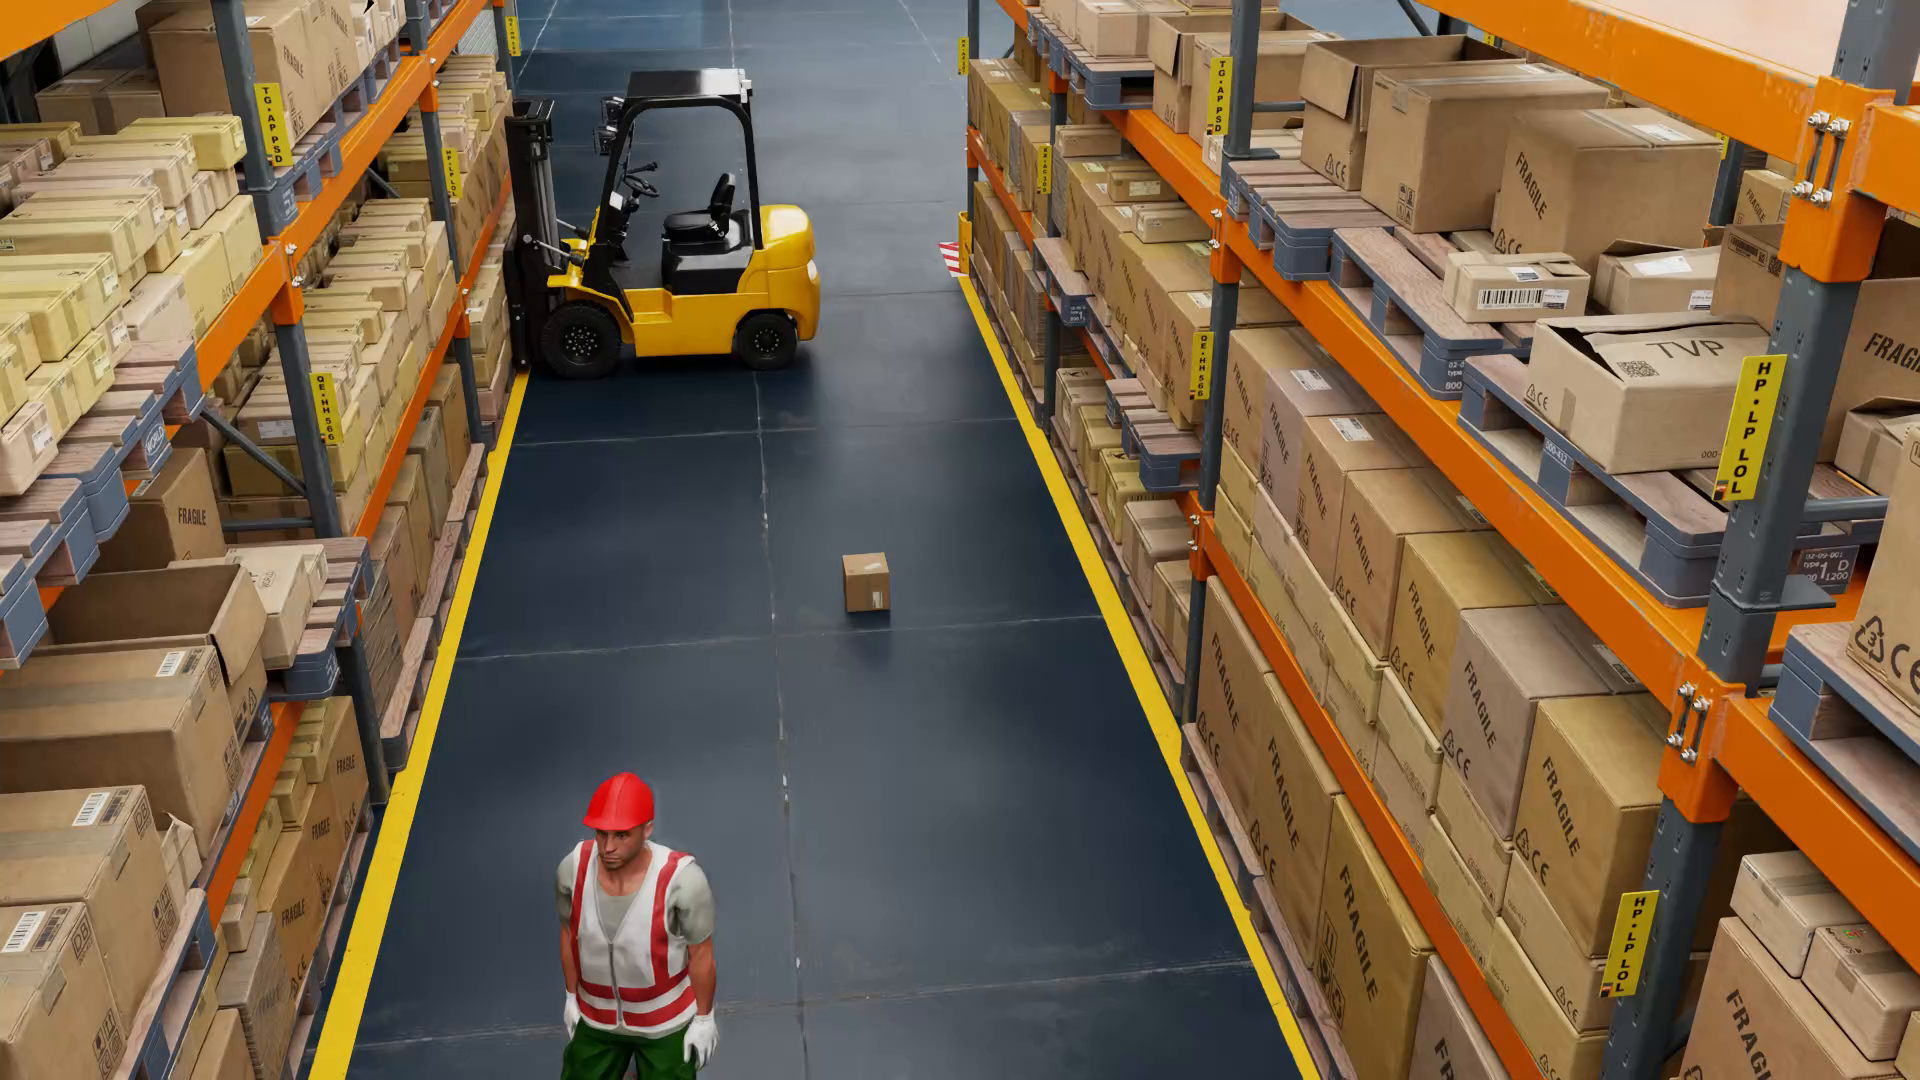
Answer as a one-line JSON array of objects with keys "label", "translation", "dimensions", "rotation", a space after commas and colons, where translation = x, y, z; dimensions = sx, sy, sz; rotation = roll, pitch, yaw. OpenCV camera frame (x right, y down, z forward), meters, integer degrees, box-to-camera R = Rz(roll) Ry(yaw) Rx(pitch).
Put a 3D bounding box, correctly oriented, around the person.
[{"label": "person", "translation": [-1.052, 1.540, 5.502], "dimensions": [0.541, 1.784, 0.560], "rotation": [5, 27, 9]}]
